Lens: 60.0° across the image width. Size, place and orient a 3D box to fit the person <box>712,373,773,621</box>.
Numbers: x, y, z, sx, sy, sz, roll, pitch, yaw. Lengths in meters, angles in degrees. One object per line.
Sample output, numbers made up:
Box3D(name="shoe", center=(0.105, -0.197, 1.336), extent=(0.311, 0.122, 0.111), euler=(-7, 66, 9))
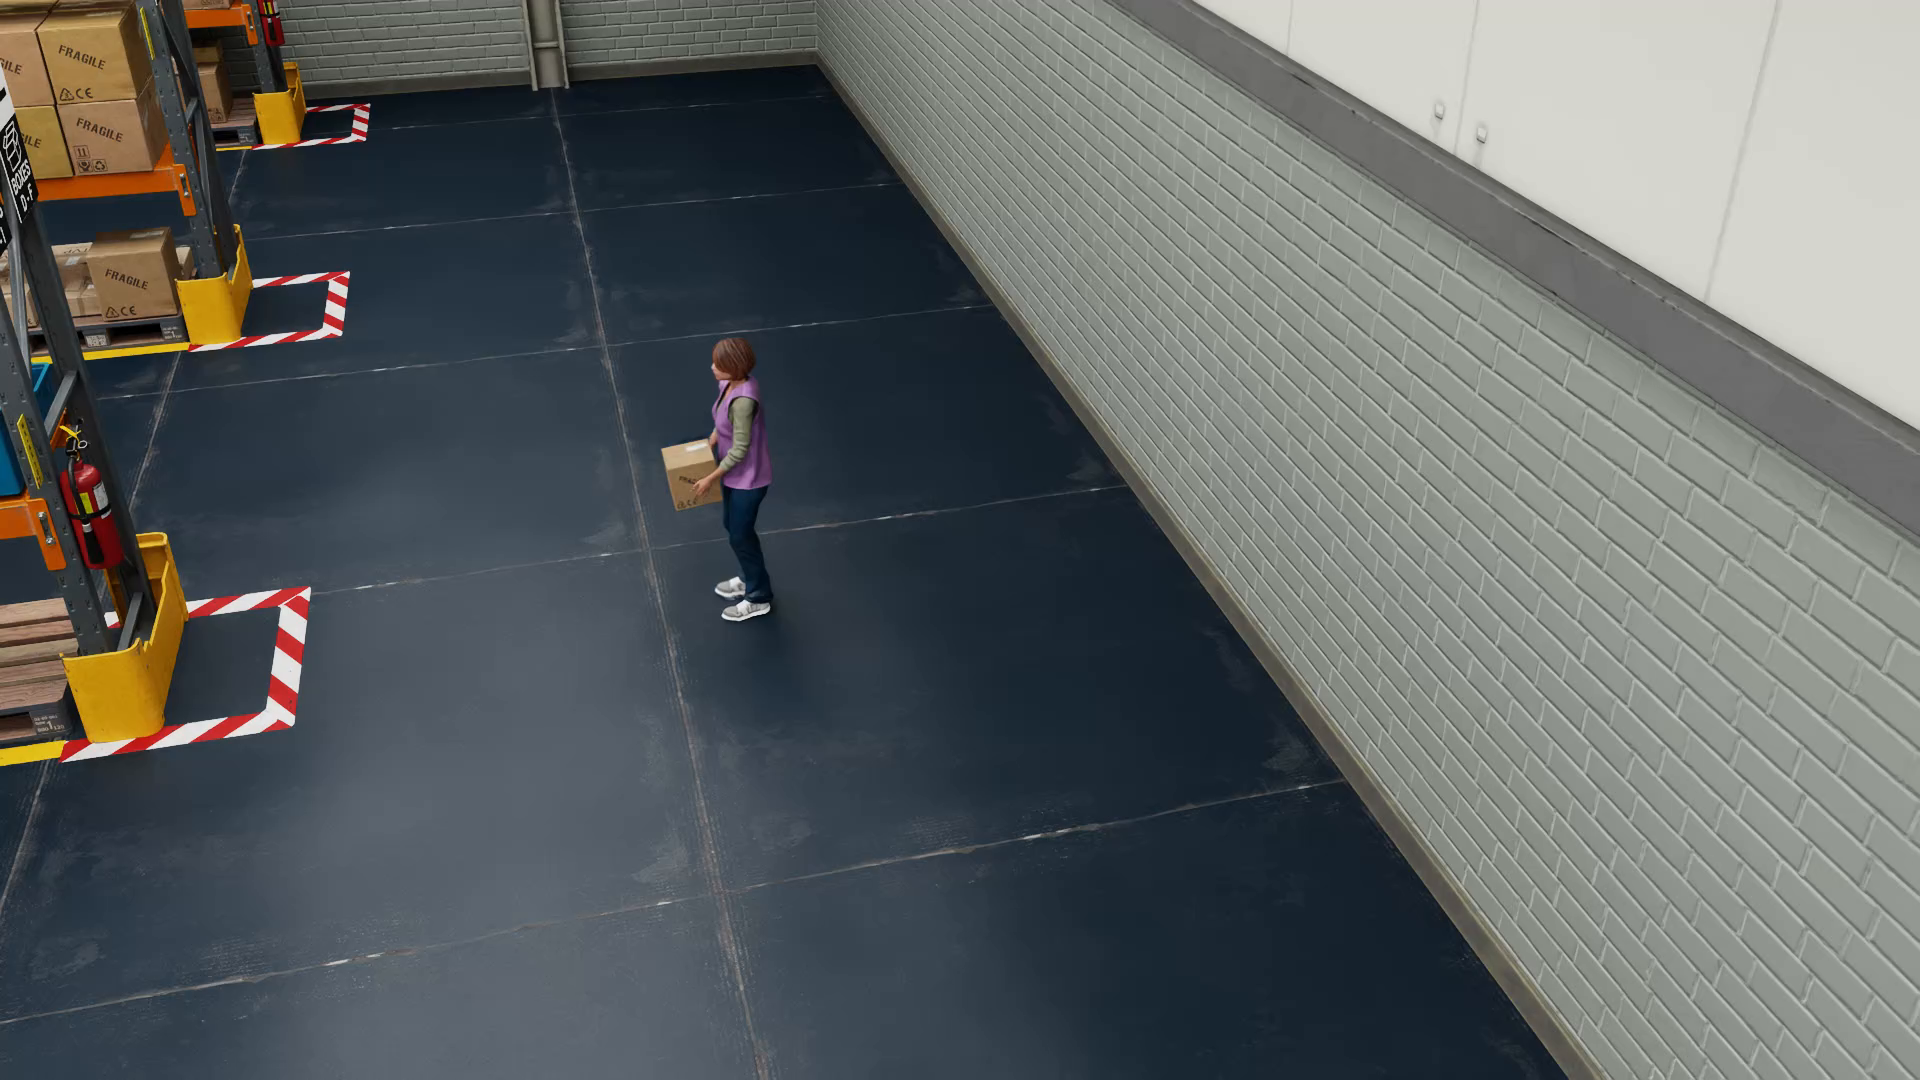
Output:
Box3D(name="person", center=(-3.852, -3.220, 12.096), extent=(3.135, 3.194, 10.230), euler=(-8, 32, -14))
